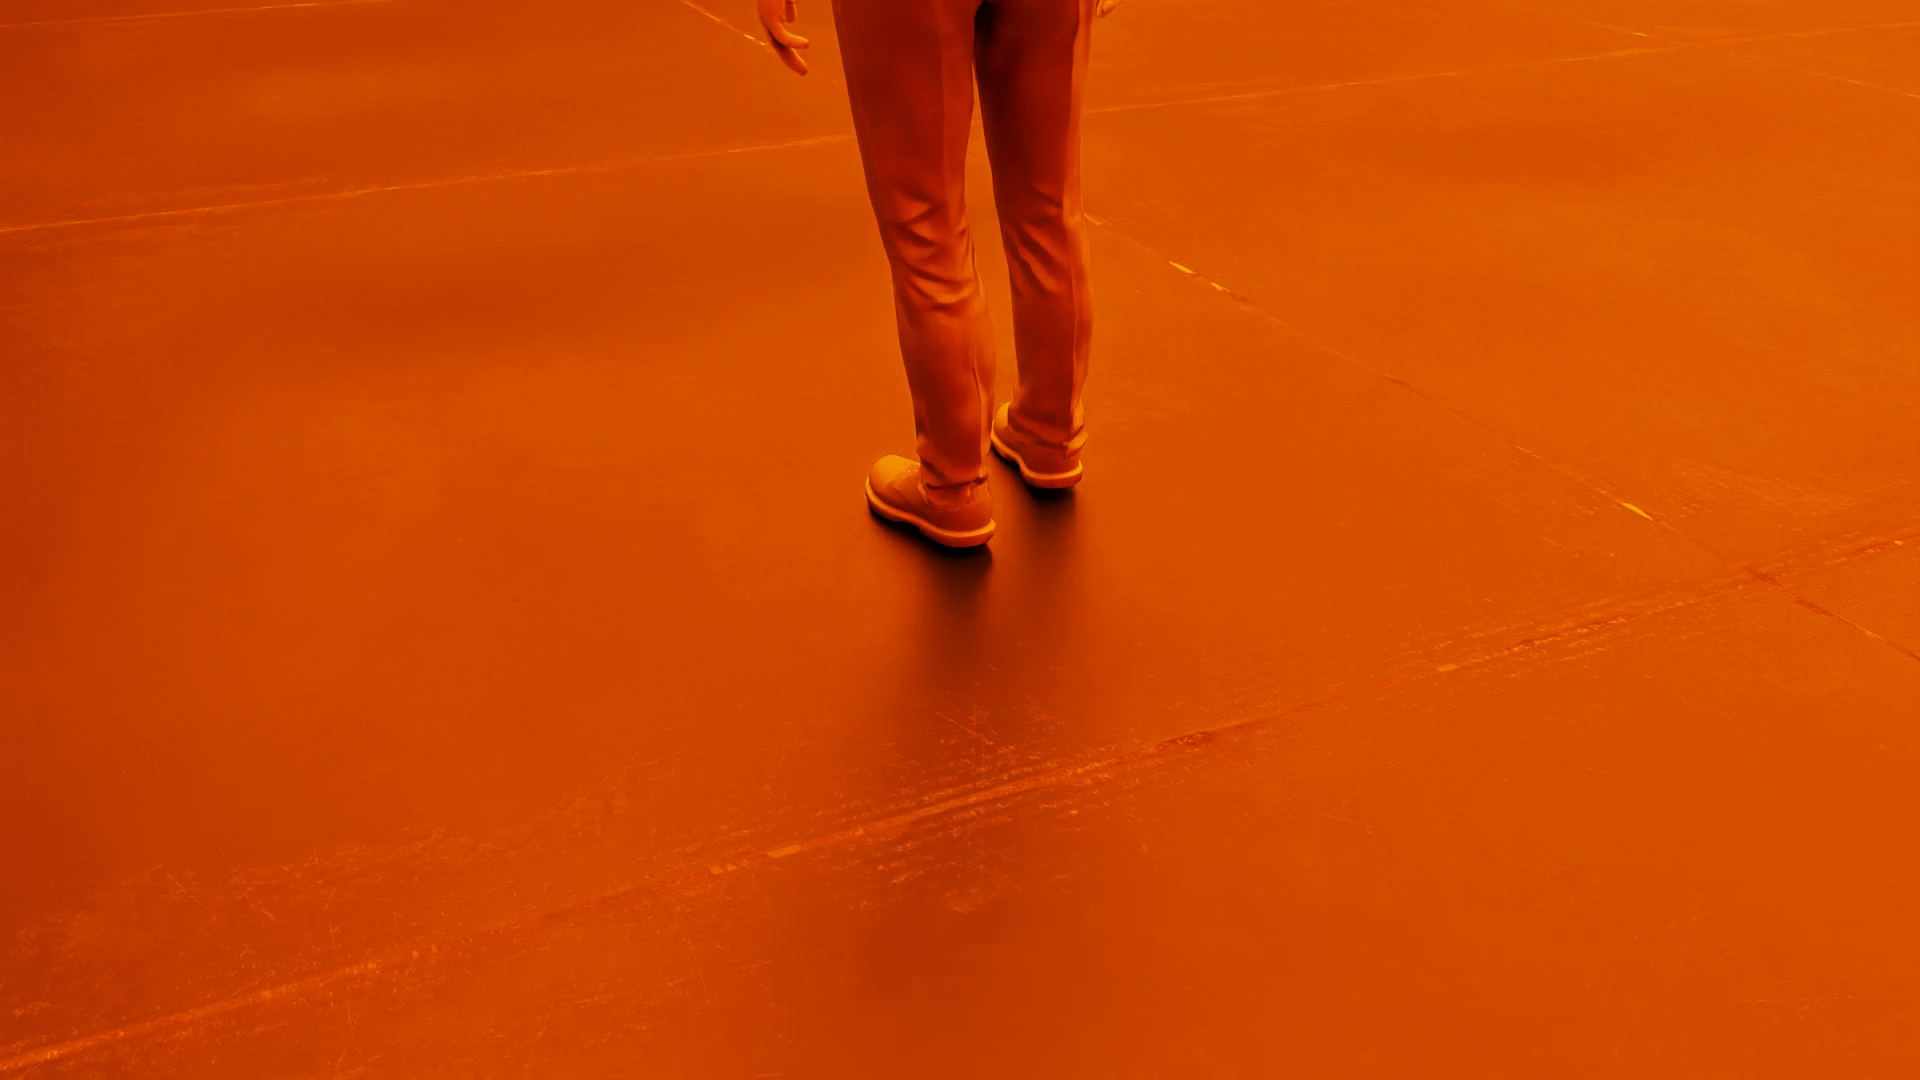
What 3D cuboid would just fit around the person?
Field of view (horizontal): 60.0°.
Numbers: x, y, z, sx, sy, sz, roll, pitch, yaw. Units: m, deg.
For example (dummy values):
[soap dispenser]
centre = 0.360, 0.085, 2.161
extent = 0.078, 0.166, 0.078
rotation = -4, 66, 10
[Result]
[person]
centre = -0.023, -0.790, 2.168
extent = 0.587, 1.695, 0.531
rotation = -12, 29, -22
